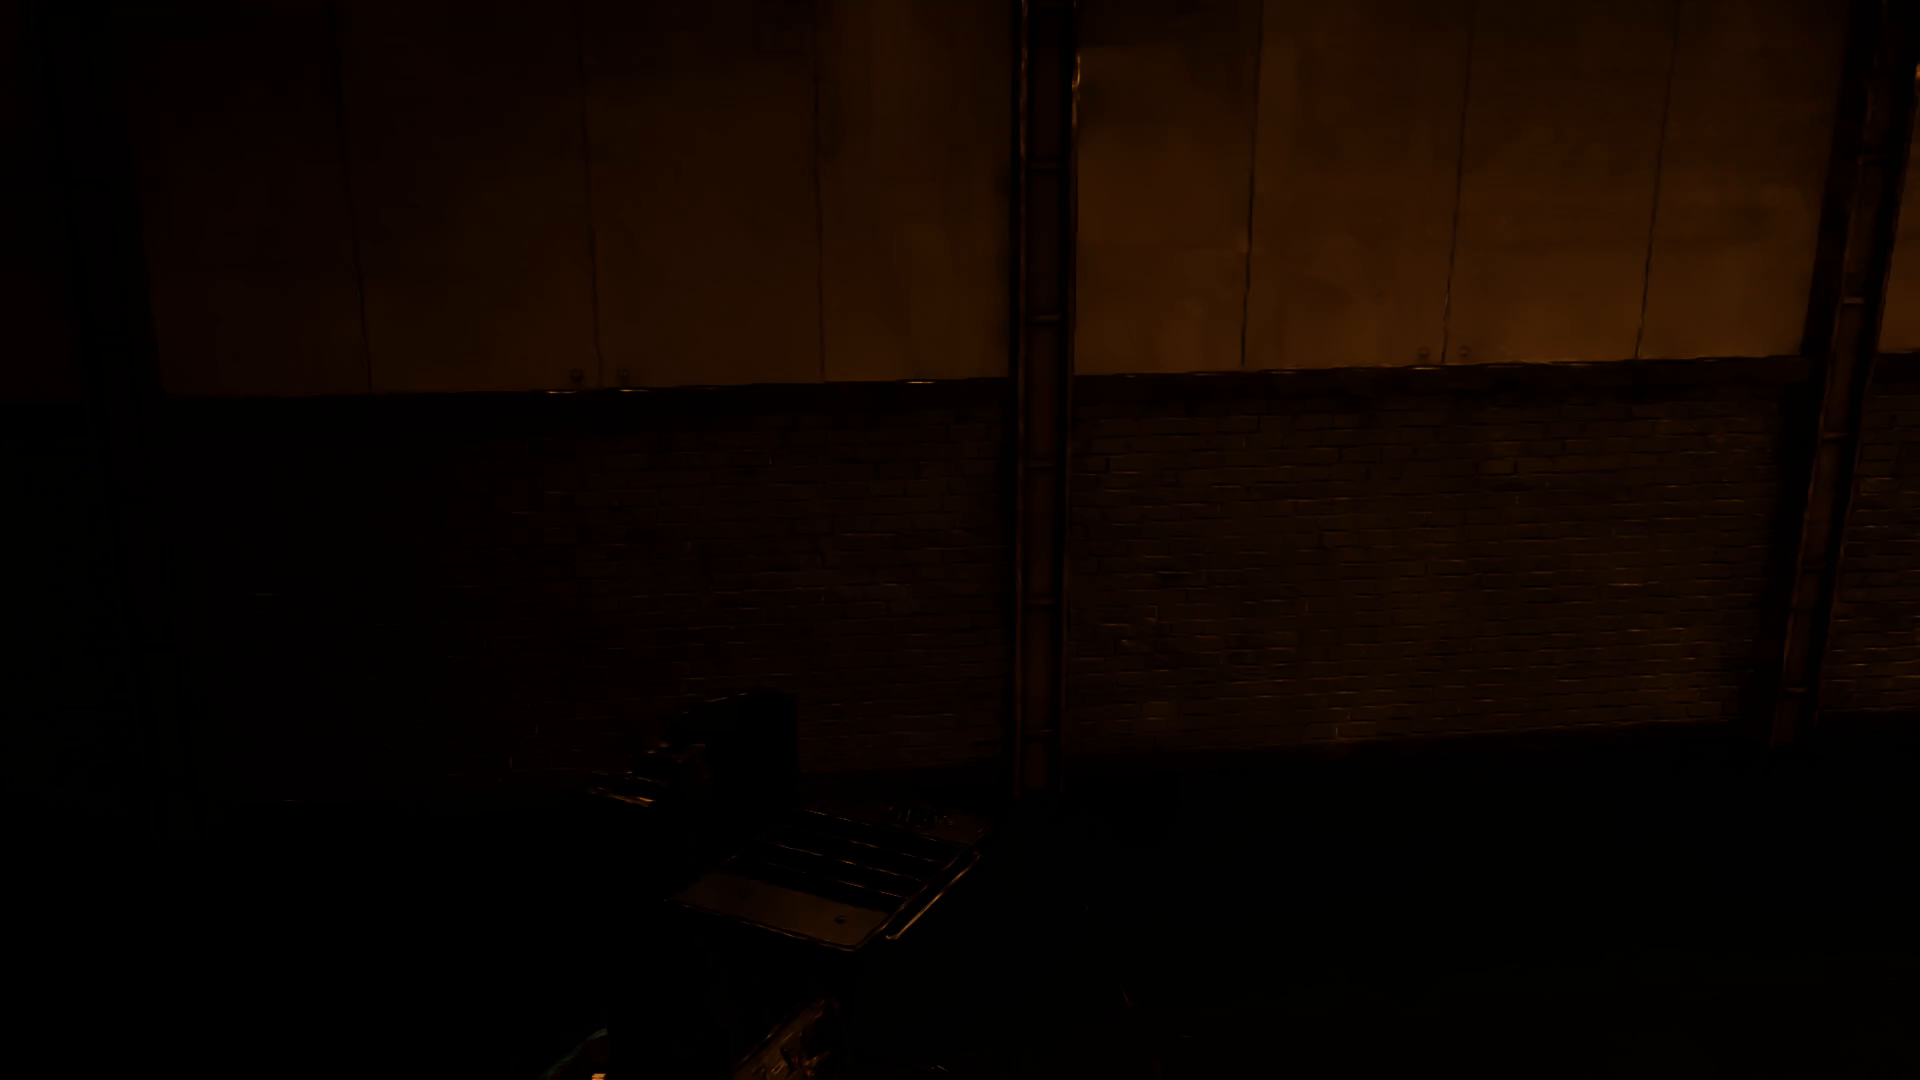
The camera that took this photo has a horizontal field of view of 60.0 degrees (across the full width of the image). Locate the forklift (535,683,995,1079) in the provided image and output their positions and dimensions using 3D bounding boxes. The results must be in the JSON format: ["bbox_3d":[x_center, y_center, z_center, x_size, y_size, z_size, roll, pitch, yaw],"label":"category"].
[{"bbox_3d":[0.568,-1.327,3.290,3.031,2.935,1.130,8,19,26],"label":"forklift"}]
